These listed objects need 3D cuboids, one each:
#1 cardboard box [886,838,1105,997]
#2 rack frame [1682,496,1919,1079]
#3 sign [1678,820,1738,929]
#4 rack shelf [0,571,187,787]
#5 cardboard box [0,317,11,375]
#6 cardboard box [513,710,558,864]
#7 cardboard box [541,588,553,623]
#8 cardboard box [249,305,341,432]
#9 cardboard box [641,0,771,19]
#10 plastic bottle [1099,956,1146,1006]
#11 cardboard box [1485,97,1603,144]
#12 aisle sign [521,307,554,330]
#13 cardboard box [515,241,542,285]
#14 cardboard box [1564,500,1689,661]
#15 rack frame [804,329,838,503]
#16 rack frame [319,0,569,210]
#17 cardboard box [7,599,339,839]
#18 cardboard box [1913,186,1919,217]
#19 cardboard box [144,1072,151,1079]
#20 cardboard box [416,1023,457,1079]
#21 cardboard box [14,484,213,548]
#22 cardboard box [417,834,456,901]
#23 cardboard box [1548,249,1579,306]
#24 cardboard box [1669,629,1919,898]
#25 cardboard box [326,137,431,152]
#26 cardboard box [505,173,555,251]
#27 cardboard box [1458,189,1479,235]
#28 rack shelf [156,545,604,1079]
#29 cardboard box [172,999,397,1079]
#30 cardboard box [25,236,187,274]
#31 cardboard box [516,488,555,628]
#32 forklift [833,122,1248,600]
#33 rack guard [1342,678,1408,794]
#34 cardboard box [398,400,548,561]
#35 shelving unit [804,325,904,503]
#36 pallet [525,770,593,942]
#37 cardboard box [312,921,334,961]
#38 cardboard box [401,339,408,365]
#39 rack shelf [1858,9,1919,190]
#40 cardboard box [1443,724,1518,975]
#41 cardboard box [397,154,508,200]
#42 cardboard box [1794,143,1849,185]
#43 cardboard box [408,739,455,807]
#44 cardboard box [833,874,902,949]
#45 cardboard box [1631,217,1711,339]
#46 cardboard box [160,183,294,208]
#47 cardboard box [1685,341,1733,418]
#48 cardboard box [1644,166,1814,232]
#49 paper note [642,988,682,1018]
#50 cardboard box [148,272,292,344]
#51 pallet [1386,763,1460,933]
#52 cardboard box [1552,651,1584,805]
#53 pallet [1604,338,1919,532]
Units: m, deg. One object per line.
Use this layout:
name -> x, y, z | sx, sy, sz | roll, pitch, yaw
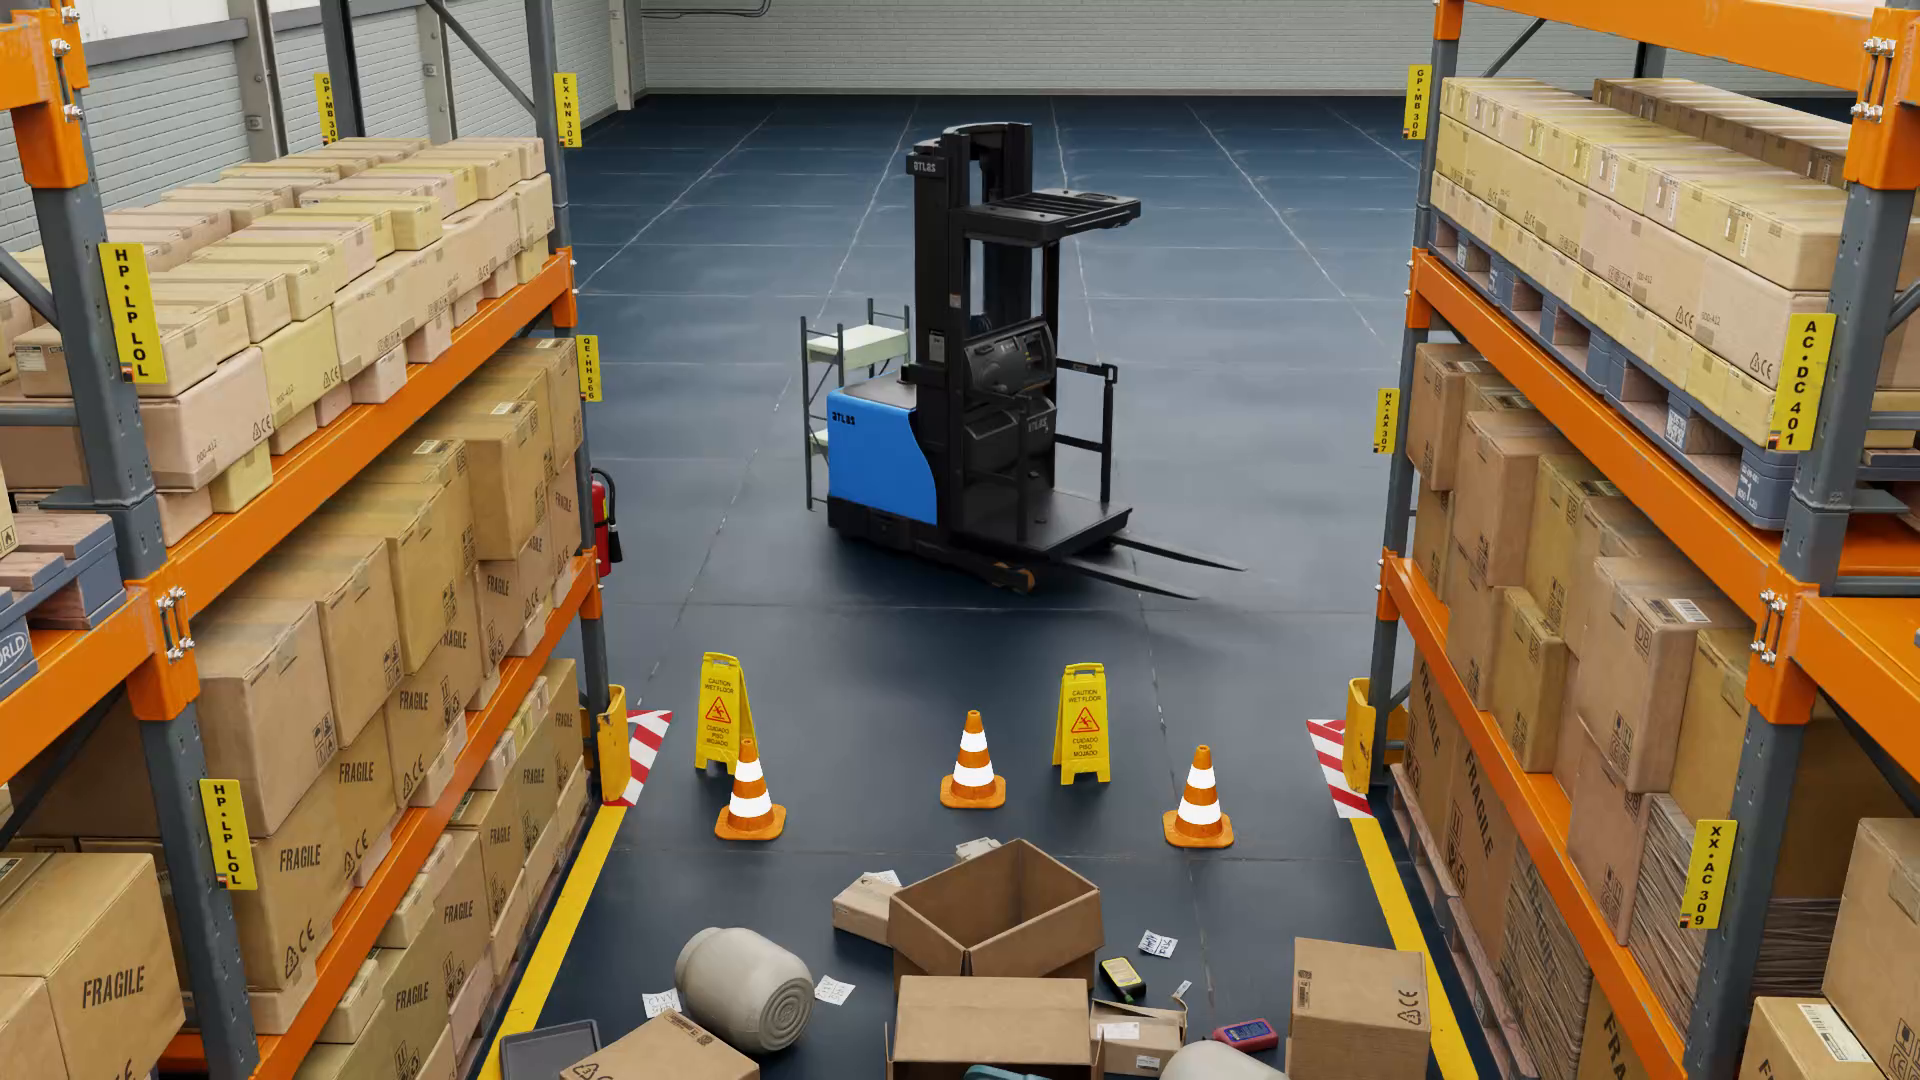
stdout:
cardboard box -> 0.149, 1.681, 7.002 | 0.797, 0.503, 0.637 | -16, 26, -35
rack frame -> 2.501, 1.318, 4.485 | 1.000, 3.000, 0.127 | 1, 21, 2
sign -> 1.946, 0.872, 4.329 | 0.100, 0.325, 0.005 | 1, 21, 2
rack shelf -> -2.511, 0.960, 2.255 | 1.077, 0.370, 4.000 | 1, 21, 2
cardboard box -> -2.659, -0.470, 4.192 | 0.380, 0.149, 0.250 | 1, 21, 3
cardboard box -> -2.104, 1.072, 7.304 | 0.500, 0.500, 0.500 | 1, 21, 4
cardboard box -> -2.052, 0.294, 7.472 | 0.380, 0.149, 0.250 | 0, 21, 1
cardboard box -> -2.156, -0.510, 4.845 | 0.500, 0.250, 0.500 | 0, 21, 1
cardboard box -> 0.030, -6.989, 21.893 | 15.973, 2.526, 34.102 | 1, 21, 2
plastic bottle -> 0.706, 1.884, 7.088 | 0.133, 0.061, 0.283 | -7, 22, -17
cardboard box -> 2.270, -1.632, 6.468 | 0.380, 0.149, 0.250 | 1, 21, 2
aisle sign -> -2.037, -1.377, 7.838 | 0.394, 0.787, 0.004 | 1, 21, 2
cardboard box -> -2.034, -1.205, 7.189 | 0.380, 0.149, 0.250 | 1, 21, 2
cardboard box -> 2.601, 0.218, 5.621 | 0.875, 0.550, 0.550 | 1, 21, 2
rack frame -> -0.998, -0.887, 12.242 | 0.380, 1.308, 0.010 | 16, 26, 36
rack frame -> -2.328, -2.943, 7.174 | 1.000, 3.000, 0.127 | 1, 21, 2
cardboard box -> -2.220, 0.492, 4.683 | 0.700, 0.500, 0.500 | 0, 21, 1
cardboard box -> 2.866, -0.889, 4.553 | 0.380, 0.149, 0.250 | 0, 21, 1
cardboard box -> -2.190, 1.411, 4.014 | 0.380, 0.149, 0.250 | 1, 21, 2
cardboard box -> -2.157, 1.983, 5.993 | 0.500, 0.250, 0.500 | 2, 21, 5
cardboard box -> -2.193, -0.092, 4.321 | 0.380, 0.149, 0.250 | 0, 21, 1
cardboard box -> -2.079, 1.196, 6.087 | 0.380, 0.149, 0.250 | 2, 21, 5
cardboard box -> 2.238, -0.893, 5.665 | 0.380, 0.149, 0.250 | 1, 21, 1
cardboard box -> 2.488, 1.329, 1.204 | 0.882, 1.673, 7.424 | 0, 21, 1
cardboard box -> -2.543, -1.673, 7.292 | 0.380, 0.149, 0.250 | 0, 21, 1
cardboard box -> -2.074, -1.425, 7.205 | 0.500, 0.250, 0.500 | 0, 21, 1
cardboard box -> 2.277, -1.349, 6.840 | 0.380, 0.149, 0.250 | 1, 21, 2
rack shelf -> -2.389, 0.912, 6.525 | 1.077, 0.370, 4.000 | 1, 21, 2
cardboard box -> -2.162, 1.826, 5.359 | 0.500, 0.500, 0.500 | 2, 21, 4
cardboard box -> -2.642, -0.847, 5.163 | 0.380, 0.149, 0.250 | 0, 21, 1
cardboard box -> -2.089, 0.049, 7.207 | 0.500, 0.500, 0.500 | 1, 21, 2
forklift -> 0.504, -1.220, 11.120 | 3.031, 2.935, 1.121 | 16, 26, 35
rack guard -> 2.623, 1.028, 8.687 | 1.175, 0.500, 0.348 | 1, 21, 2
cardboard box -> -2.061, -0.242, 6.574 | 0.700, 0.500, 0.500 | 0, 21, 1
shelving unit -> -0.771, -0.988, 12.503 | 0.431, 1.308, 0.731 | 16, 26, 36
pallet -> -2.391, 1.475, 7.936 | 1.003, 0.211, 1.213 | 1, 21, 2
cardboard box -> -2.164, 1.215, 5.098 | 0.380, 0.149, 0.250 | 1, 21, 3
cardboard box -> -2.147, -0.650, 5.757 | 0.380, 0.149, 0.250 | 1, 21, 2
rack shelf -> 2.440, -0.234, 1.739 | 1.077, 0.370, 4.000 | 1, 21, 2
cardboard box -> 2.643, 1.231, 7.067 | 0.875, 0.875, 0.875 | 0, 21, 1
cardboard box -> -2.079, -1.488, 6.816 | 0.380, 0.149, 0.250 | 0, 21, 1
cardboard box -> 2.889, -1.165, 5.265 | 0.380, 0.149, 0.250 | 1, 21, 2
cardboard box -> -2.071, 0.844, 6.053 | 0.380, 0.149, 0.250 | 1, 21, 2
cardboard box -> -0.349, 1.679, 7.497 | 0.380, 0.149, 0.250 | 13, 25, 29
cardboard box -> 2.275, -0.755, 4.759 | 0.500, 0.250, 0.500 | 1, 21, 1
cardboard box -> -2.688, -1.218, 6.119 | 0.380, 0.149, 0.250 | 1, 21, 3
cardboard box -> 2.200, -0.432, 4.477 | 0.380, 0.149, 0.250 | 1, 21, 3
cardboard box -> 2.217, -0.986, 4.802 | 0.380, 0.149, 0.250 | 1, 21, 3
paper note -> -1.252, 1.941, 6.983 | 0.142, 0.019, 0.148 | -7, 22, -17
cardboard box -> -2.118, -0.653, 4.663 | 0.380, 0.149, 0.250 | 0, 21, 0
pallet -> 2.676, 1.462, 7.970 | 1.003, 0.211, 1.213 | 1, 21, 2
cardboard box -> 2.628, 0.722, 5.815 | 0.875, 0.550, 0.550 | 1, 21, 2
pallet -> 2.536, -0.335, 4.721 | 1.003, 0.211, 1.213 | 1, 21, 2
